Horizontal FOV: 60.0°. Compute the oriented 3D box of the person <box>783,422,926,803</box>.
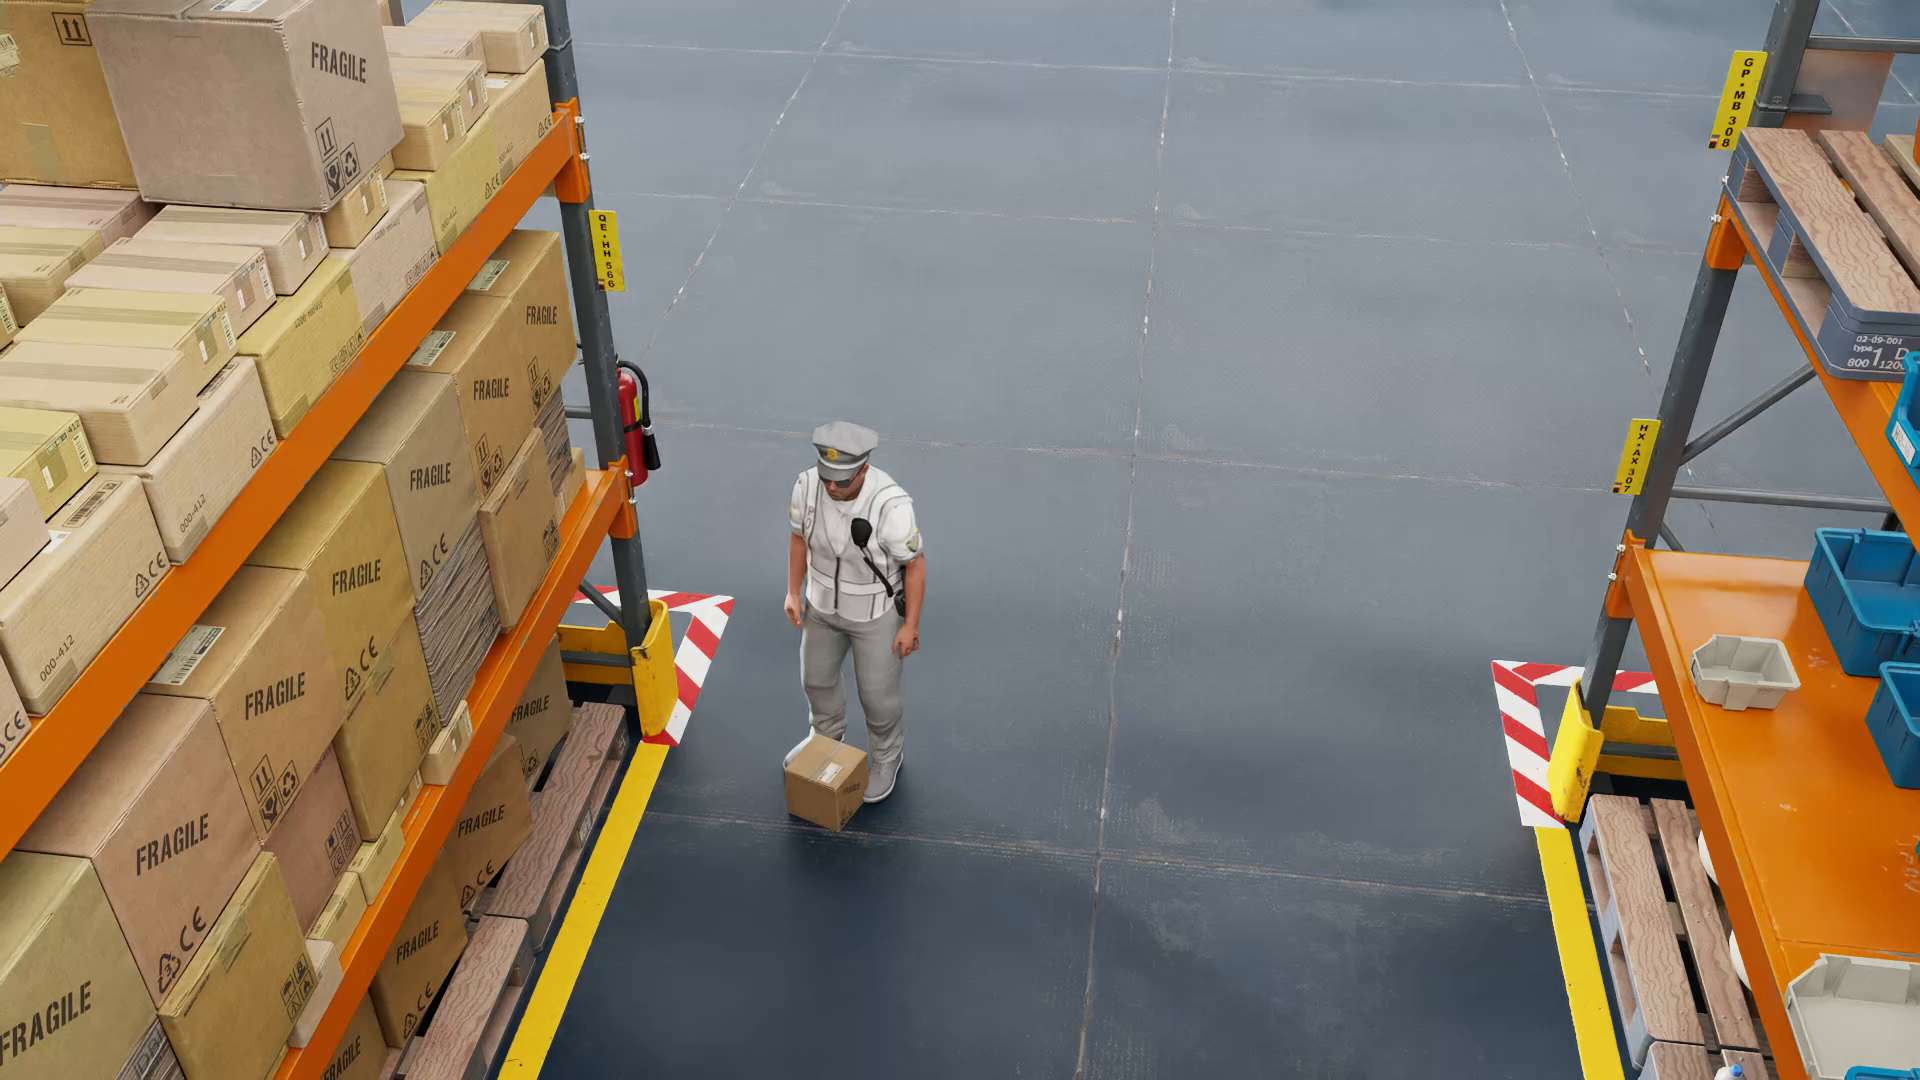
[{"bbox_3d":[-0.423,0.257,6.679,0.604,1.747,0.437,15,39,20],"label":"person"}]
